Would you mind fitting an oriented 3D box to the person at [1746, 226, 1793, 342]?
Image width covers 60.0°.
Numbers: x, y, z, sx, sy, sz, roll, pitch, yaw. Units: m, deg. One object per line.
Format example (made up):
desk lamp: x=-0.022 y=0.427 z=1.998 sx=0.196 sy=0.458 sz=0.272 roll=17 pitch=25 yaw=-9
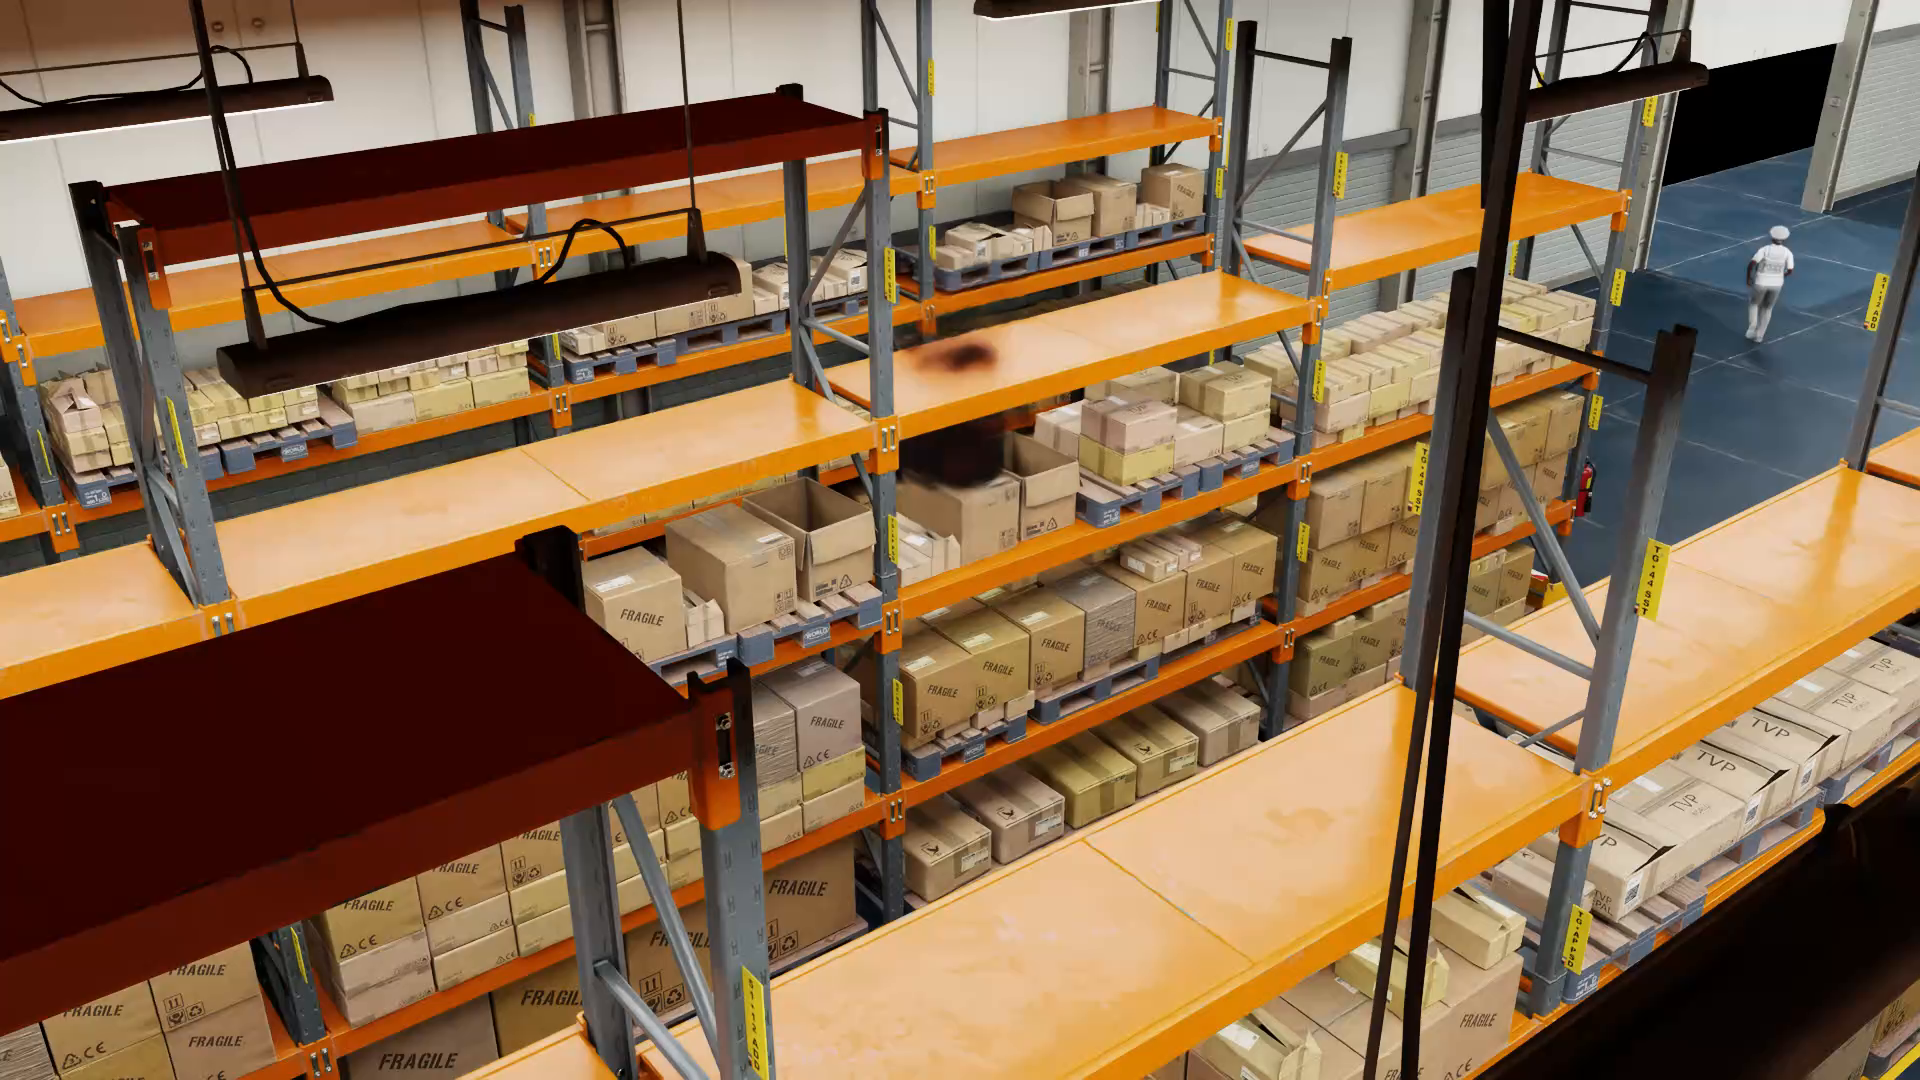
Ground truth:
person: x=11.487 y=-3.662 z=23.712 sx=0.608 sy=1.658 sz=0.546 roll=8 pitch=27 yaw=16
